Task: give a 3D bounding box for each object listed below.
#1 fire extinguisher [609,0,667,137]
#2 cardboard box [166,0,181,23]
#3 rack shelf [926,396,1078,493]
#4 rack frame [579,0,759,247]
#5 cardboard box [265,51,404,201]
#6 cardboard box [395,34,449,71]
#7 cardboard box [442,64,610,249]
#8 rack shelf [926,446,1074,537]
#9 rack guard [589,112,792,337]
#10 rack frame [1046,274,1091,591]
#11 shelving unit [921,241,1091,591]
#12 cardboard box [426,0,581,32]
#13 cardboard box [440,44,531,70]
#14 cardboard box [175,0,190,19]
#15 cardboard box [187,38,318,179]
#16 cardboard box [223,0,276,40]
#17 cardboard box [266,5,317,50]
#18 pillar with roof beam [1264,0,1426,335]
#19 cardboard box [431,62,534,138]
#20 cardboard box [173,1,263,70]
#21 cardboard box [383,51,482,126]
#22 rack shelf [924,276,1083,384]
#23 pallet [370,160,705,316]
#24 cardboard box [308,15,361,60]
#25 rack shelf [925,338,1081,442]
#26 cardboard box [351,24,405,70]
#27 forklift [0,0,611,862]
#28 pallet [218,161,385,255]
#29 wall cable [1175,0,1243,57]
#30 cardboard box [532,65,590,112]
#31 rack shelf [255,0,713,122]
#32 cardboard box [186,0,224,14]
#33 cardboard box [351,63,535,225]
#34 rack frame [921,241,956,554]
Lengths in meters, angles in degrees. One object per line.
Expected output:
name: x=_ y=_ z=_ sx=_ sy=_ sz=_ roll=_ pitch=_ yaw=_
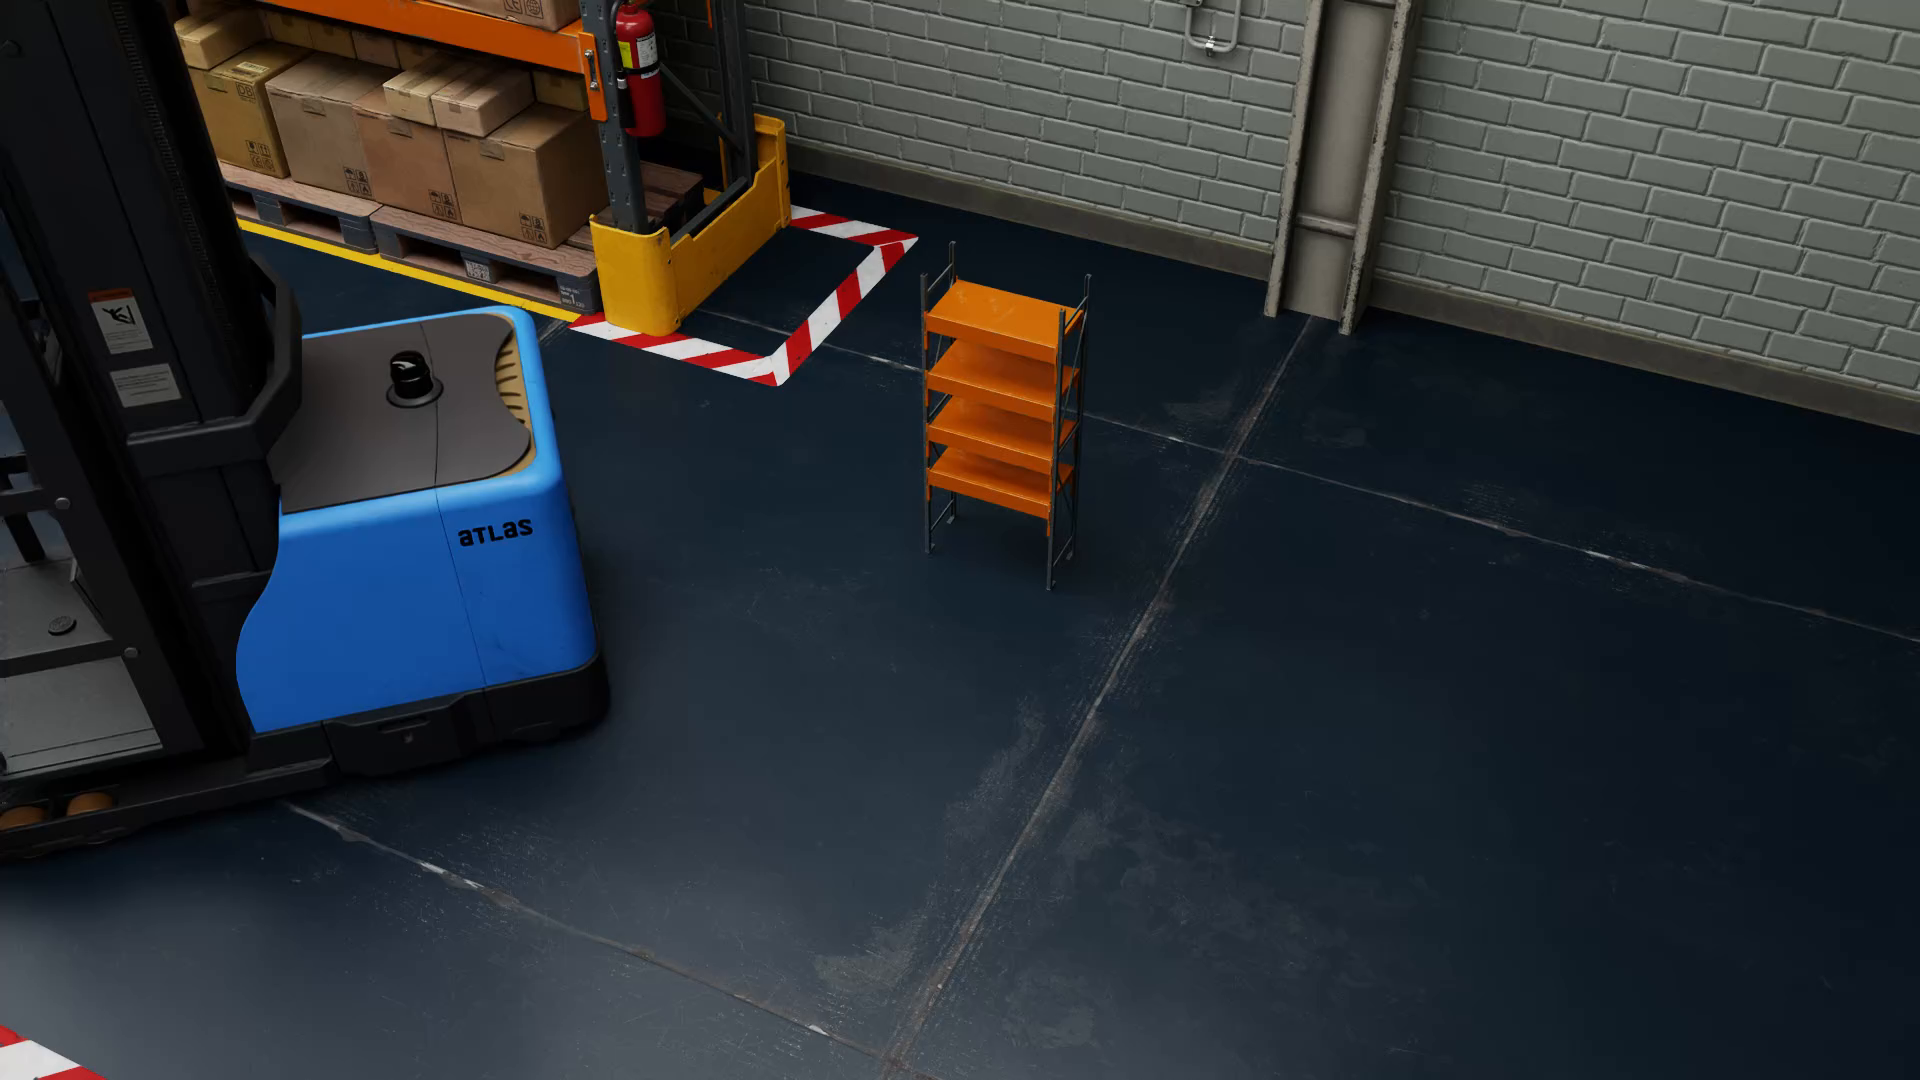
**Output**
fire extinguisher: x=-1.274 y=-1.923 z=6.522 sx=0.183 sy=0.674 sz=0.296 roll=17 pitch=44 yaw=19
cardboard box: x=-3.973 y=-2.505 z=7.942 sx=0.250 sy=0.149 sz=0.380 roll=18 pitch=44 yaw=20
rack shelf: x=0.150 y=-0.357 z=5.848 sx=0.480 sy=0.148 sz=0.258 roll=17 pitch=44 yaw=19
rack frame: x=-1.216 y=-2.409 z=6.739 sx=0.127 sy=3.000 sz=1.000 roll=17 pitch=44 yaw=19
cardboard box: x=-2.802 y=-2.035 z=7.895 sx=0.500 sy=0.500 sz=0.700 roll=16 pitch=43 yaw=17
cardboard box: x=-2.380 y=-2.296 z=7.701 sx=0.250 sy=0.149 sz=0.380 roll=17 pitch=44 yaw=19
cardboard box: x=-1.892 y=-1.757 z=7.575 sx=0.500 sy=0.500 sz=0.700 roll=17 pitch=44 yaw=19
rack shelf: x=0.150 y=-0.207 z=5.978 sx=0.480 sy=0.148 sz=0.258 roll=17 pitch=44 yaw=19
rack guard: x=-1.194 y=-1.458 z=7.550 sx=0.348 sy=0.500 sz=1.175 roll=17 pitch=44 yaw=19
rack frame: x=0.371 y=-0.340 z=5.726 sx=0.015 sy=1.200 sz=0.240 roll=17 pitch=44 yaw=19
shelving unit: x=0.150 y=-0.408 z=5.804 sx=0.503 sy=1.200 sz=0.258 roll=17 pitch=44 yaw=19
cardboard box: x=-1.682 y=-2.658 z=6.797 sx=0.700 sy=0.700 sz=0.980 roll=19 pitch=44 yaw=21
cardboard box: x=-2.154 y=-2.226 z=7.621 sx=0.250 sy=0.149 sz=0.380 roll=17 pitch=44 yaw=19
cardboard box: x=-3.752 y=-2.322 z=8.226 sx=0.500 sy=0.500 sz=0.700 roll=17 pitch=44 yaw=18
cardboard box: x=-3.288 y=-2.178 z=8.061 sx=0.500 sy=0.500 sz=0.700 roll=18 pitch=44 yaw=20
cardboard box: x=-3.308 y=-2.578 z=8.027 sx=0.250 sy=0.149 sz=0.380 roll=17 pitch=44 yaw=19
cardboard box: x=-3.073 y=-2.507 z=7.945 sx=0.250 sy=0.149 sz=0.380 roll=16 pitch=43 yaw=18
pillar with roof beam: x=-0.223 y=-1.886 z=1.556 sx=0.400 sy=9.000 sz=9.100 roll=17 pitch=44 yaw=19
cardboard box: x=-2.086 y=-1.930 z=7.279 sx=0.250 sy=0.149 sz=0.380 roll=16 pitch=44 yaw=18
cardboard box: x=-3.500 y=-2.360 z=7.776 sx=0.250 sy=0.149 sz=0.380 roll=16 pitch=43 yaw=17
cardboard box: x=-2.318 y=-2.000 z=7.360 sx=0.250 sy=0.149 sz=0.380 roll=18 pitch=44 yaw=20
rack shelf: x=0.150 y=-0.704 z=5.547 sx=0.480 sy=0.148 sz=0.258 roll=17 pitch=44 yaw=19
pallet: x=-1.973 y=-1.530 z=7.854 sx=1.213 sy=0.211 sz=1.003 roll=17 pitch=44 yaw=19
cardboard box: x=-2.844 y=-2.437 z=7.864 sx=0.250 sy=0.149 sz=0.380 roll=17 pitch=44 yaw=19
rack shelf: x=0.150 y=-0.526 z=5.702 sx=0.480 sy=0.148 sz=0.258 roll=17 pitch=44 yaw=19
cardboard box: x=-2.611 y=-2.366 z=7.782 sx=0.250 sy=0.149 sz=0.380 roll=18 pitch=44 yaw=19
forklift: x=-2.736 y=-0.515 z=4.606 sx=3.031 sy=2.935 sz=1.130 roll=-11 pitch=42 yaw=-13
pallet: x=-3.075 y=-1.869 z=8.245 sx=1.213 sy=0.211 sz=1.003 roll=17 pitch=44 yaw=19
wall cable: x=0.345 y=-3.000 z=6.645 sx=1.851 sy=1.984 sz=0.084 roll=17 pitch=44 yaw=19
cardboard box: x=-1.694 y=-2.087 z=7.460 sx=0.250 sy=0.149 sz=0.380 roll=17 pitch=44 yaw=19
rack shelf: x=-3.028 y=-2.691 z=7.614 sx=4.000 sy=0.370 sz=1.077 roll=17 pitch=44 yaw=19
cardboard box: x=-3.536 y=-2.649 z=8.108 sx=0.250 sy=0.149 sz=0.380 roll=16 pitch=43 yaw=17
cardboard box: x=-2.346 y=-1.896 z=7.735 sx=0.500 sy=0.500 sz=0.700 roll=17 pitch=44 yaw=19
rack frame: x=-0.071 y=-0.475 z=5.882 sx=0.015 sy=1.200 sz=0.240 roll=17 pitch=44 yaw=19
